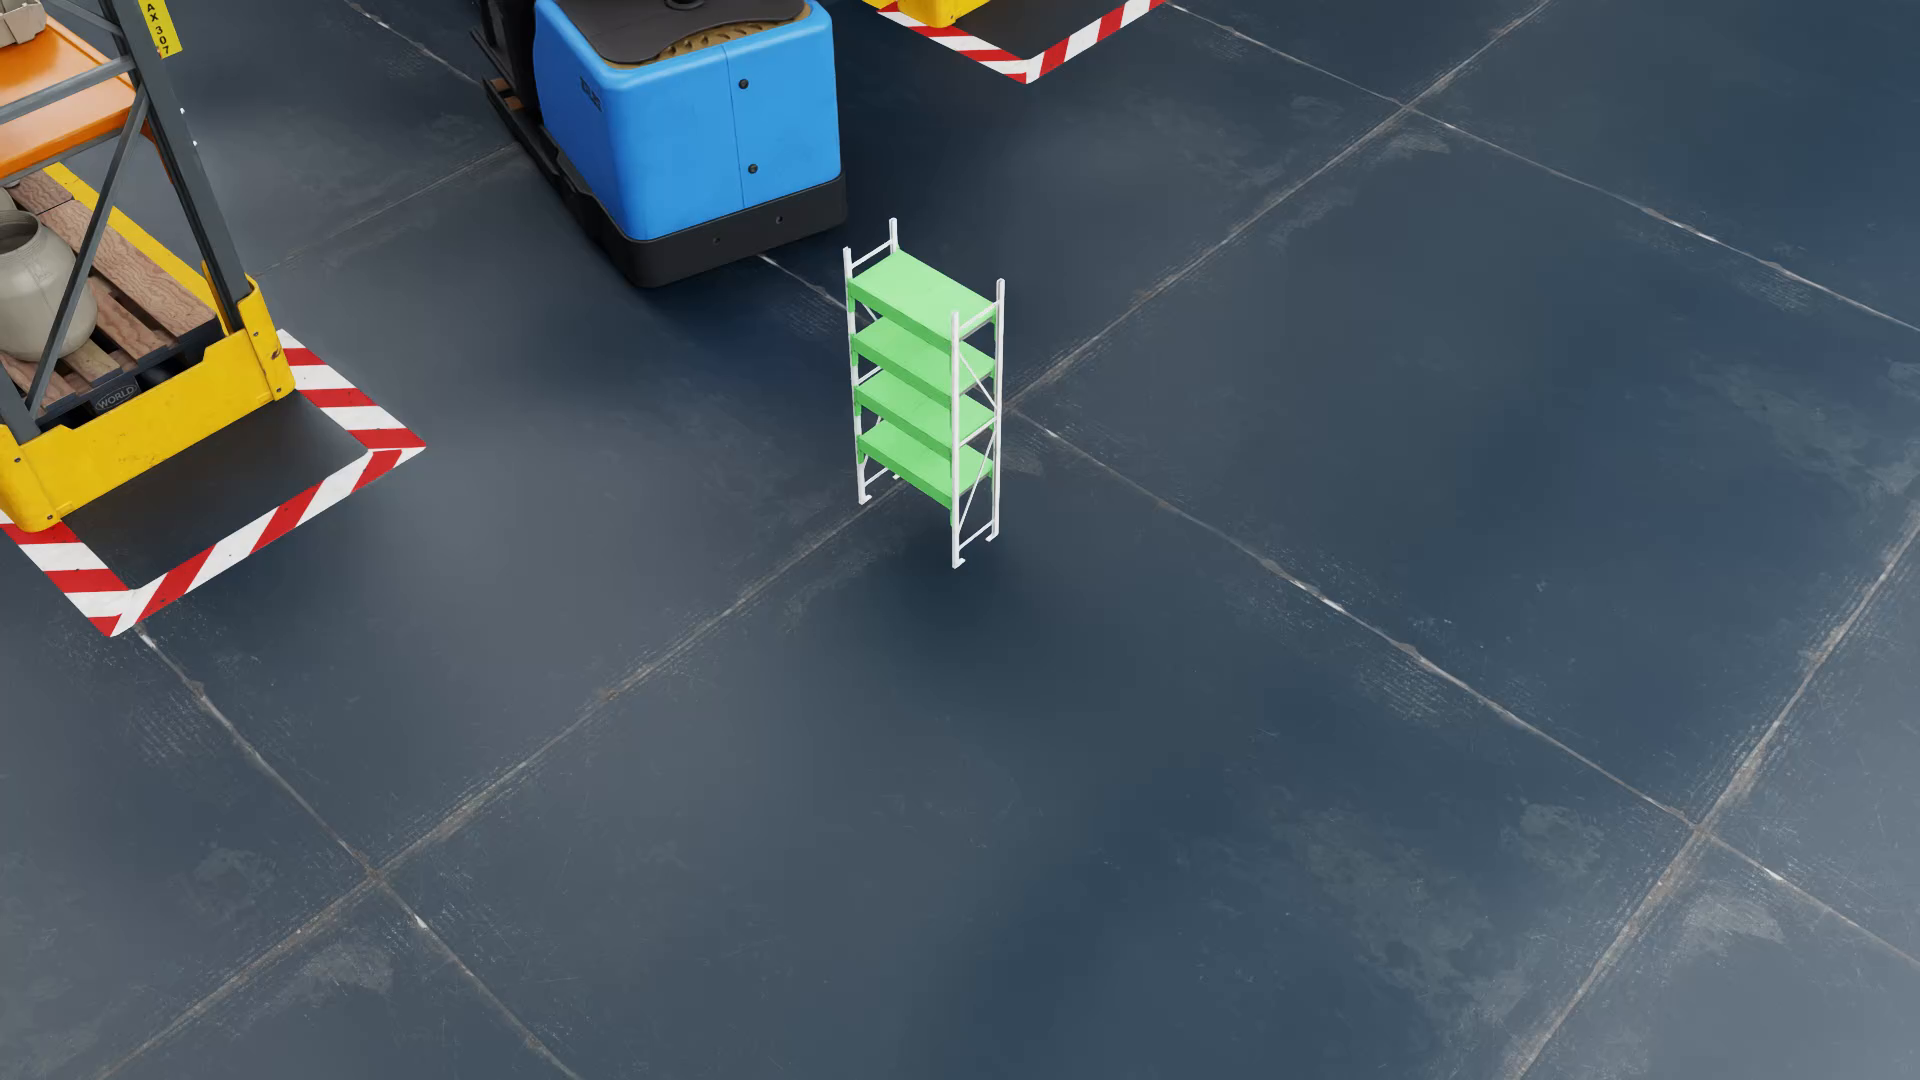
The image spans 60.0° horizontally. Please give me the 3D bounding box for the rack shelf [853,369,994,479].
[{"bbox_3d":[-0.122,-0.449,5.936,0.480,0.148,0.258,34,55,28],"label":"rack shelf"}]

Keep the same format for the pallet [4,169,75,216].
[{"bbox_3d":[-4.717,-1.486,7.500,1.213,0.211,1.003,34,55,28],"label":"pallet"}]

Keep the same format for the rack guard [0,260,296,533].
[{"bbox_3d":[-3.231,-0.577,6.449,0.348,0.500,1.175,34,55,28],"label":"rack guard"}]

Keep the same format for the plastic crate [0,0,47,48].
[{"bbox_3d":[-3.583,-1.945,6.199,0.250,0.136,0.298,34,55,28],"label":"plastic crate"}]

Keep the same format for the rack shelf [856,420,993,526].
[{"bbox_3d":[-0.122,-0.285,6.111,0.480,0.148,0.258,34,55,28],"label":"rack shelf"}]

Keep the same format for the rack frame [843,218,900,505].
[{"bbox_3d":[-0.301,-0.613,6.003,0.015,1.200,0.240,34,55,28],"label":"rack frame"}]

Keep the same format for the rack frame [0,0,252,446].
[{"bbox_3d":[-3.143,-1.420,5.526,0.127,3.000,1.000,34,55,28],"label":"rack frame"}]

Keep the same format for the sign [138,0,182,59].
[{"bbox_3d":[-2.767,-1.807,5.699,0.005,0.325,0.100,34,55,28],"label":"sign"}]

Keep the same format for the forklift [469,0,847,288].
[{"bbox_3d":[-1.689,-3.159,7.206,1.130,2.935,3.031,-23,51,-20],"label":"forklift"}]

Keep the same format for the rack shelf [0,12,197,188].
[{"bbox_3d":[-4.613,-2.163,6.716,4.000,0.370,1.077,34,55,28],"label":"rack shelf"}]

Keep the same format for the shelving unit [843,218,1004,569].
[{"bbox_3d":[-0.122,-0.493,5.889,0.503,1.200,0.258,34,55,28],"label":"shelving unit"}]

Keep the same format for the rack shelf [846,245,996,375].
[{"bbox_3d":[-0.122,-0.777,5.586,0.480,0.148,0.258,34,55,28],"label":"rack shelf"}]

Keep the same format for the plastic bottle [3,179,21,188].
[{"bbox_3d":[-4.264,-1.700,7.358,0.097,0.271,0.097,0,47,0],"label":"plastic bottle"}]

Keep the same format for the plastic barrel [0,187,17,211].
[{"bbox_3d":[-4.047,-1.244,6.779,0.421,0.512,0.421,0,47,0],"label":"plastic barrel"}]

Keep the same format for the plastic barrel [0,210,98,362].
[{"bbox_3d":[-3.679,-0.997,6.547,0.421,0.512,0.421,0,47,0],"label":"plastic barrel"}]

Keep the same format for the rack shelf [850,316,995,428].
[{"bbox_3d":[-0.122,-0.613,5.761,0.480,0.148,0.258,34,55,28],"label":"rack shelf"}]

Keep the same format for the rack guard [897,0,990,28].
[{"bbox_3d":[0.160,-3.255,8.964,0.348,0.500,1.175,34,55,28],"label":"rack guard"}]

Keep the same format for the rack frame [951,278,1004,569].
[{"bbox_3d":[0.058,-0.372,5.776,0.015,1.200,0.240,34,55,28],"label":"rack frame"}]

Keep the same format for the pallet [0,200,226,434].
[{"bbox_3d":[-3.824,-0.882,6.934,1.213,0.211,1.003,34,55,28],"label":"pallet"}]
